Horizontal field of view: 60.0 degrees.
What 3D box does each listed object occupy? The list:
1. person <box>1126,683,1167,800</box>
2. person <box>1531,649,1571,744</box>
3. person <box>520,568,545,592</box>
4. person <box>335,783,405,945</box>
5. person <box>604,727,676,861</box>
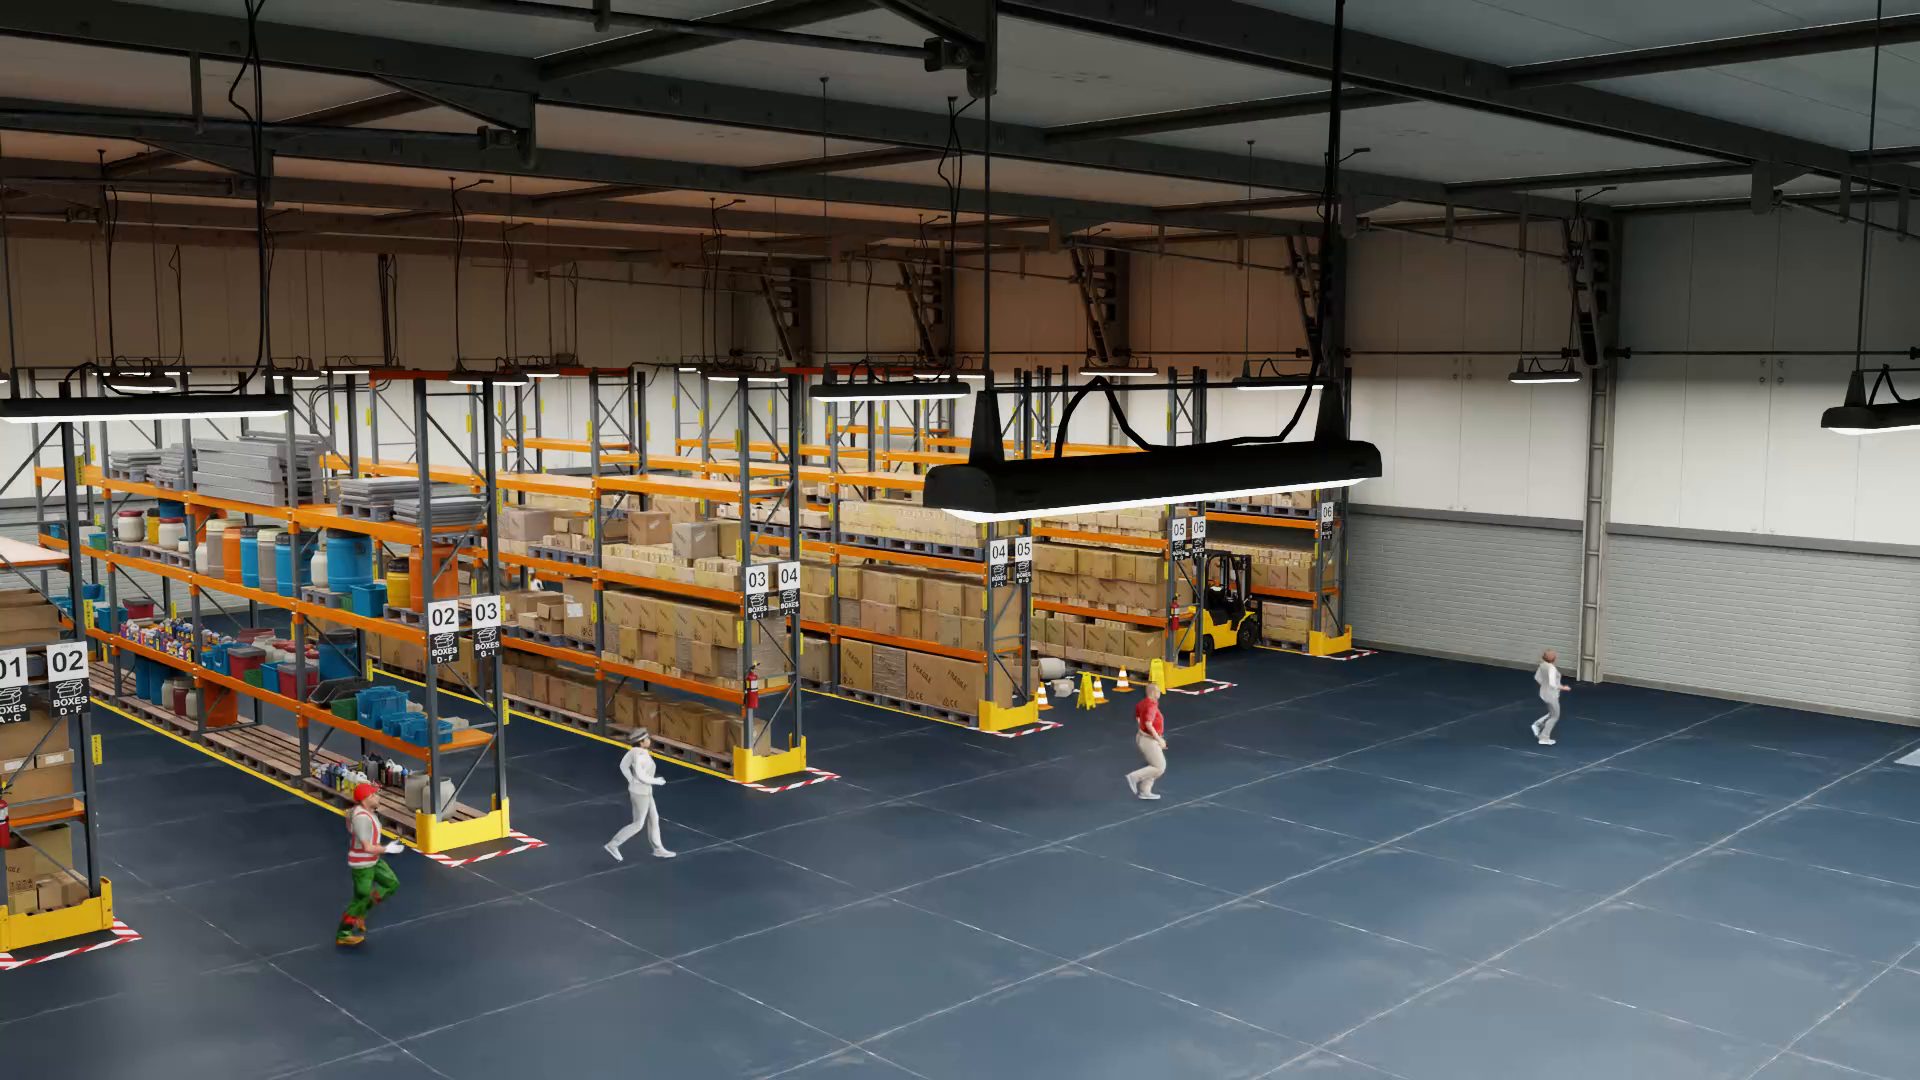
[{"bbox_3d":[2.625,2.860,23.512,0.631,1.674,0.652,-1,7,-11],"label":"person"},{"bbox_3d":[9.546,2.530,26.850,0.549,1.554,0.529,0,6,-1],"label":"person"},{"bbox_3d":[-9.311,1.426,36.247,0.576,1.686,0.615,-5,8,-35],"label":"person"},{"bbox_3d":[-6.331,3.442,17.840,0.748,1.732,0.687,-1,7,-12],"label":"person"},{"bbox_3d":[-3.983,3.160,20.638,0.884,1.692,0.618,-2,7,-17],"label":"person"}]
